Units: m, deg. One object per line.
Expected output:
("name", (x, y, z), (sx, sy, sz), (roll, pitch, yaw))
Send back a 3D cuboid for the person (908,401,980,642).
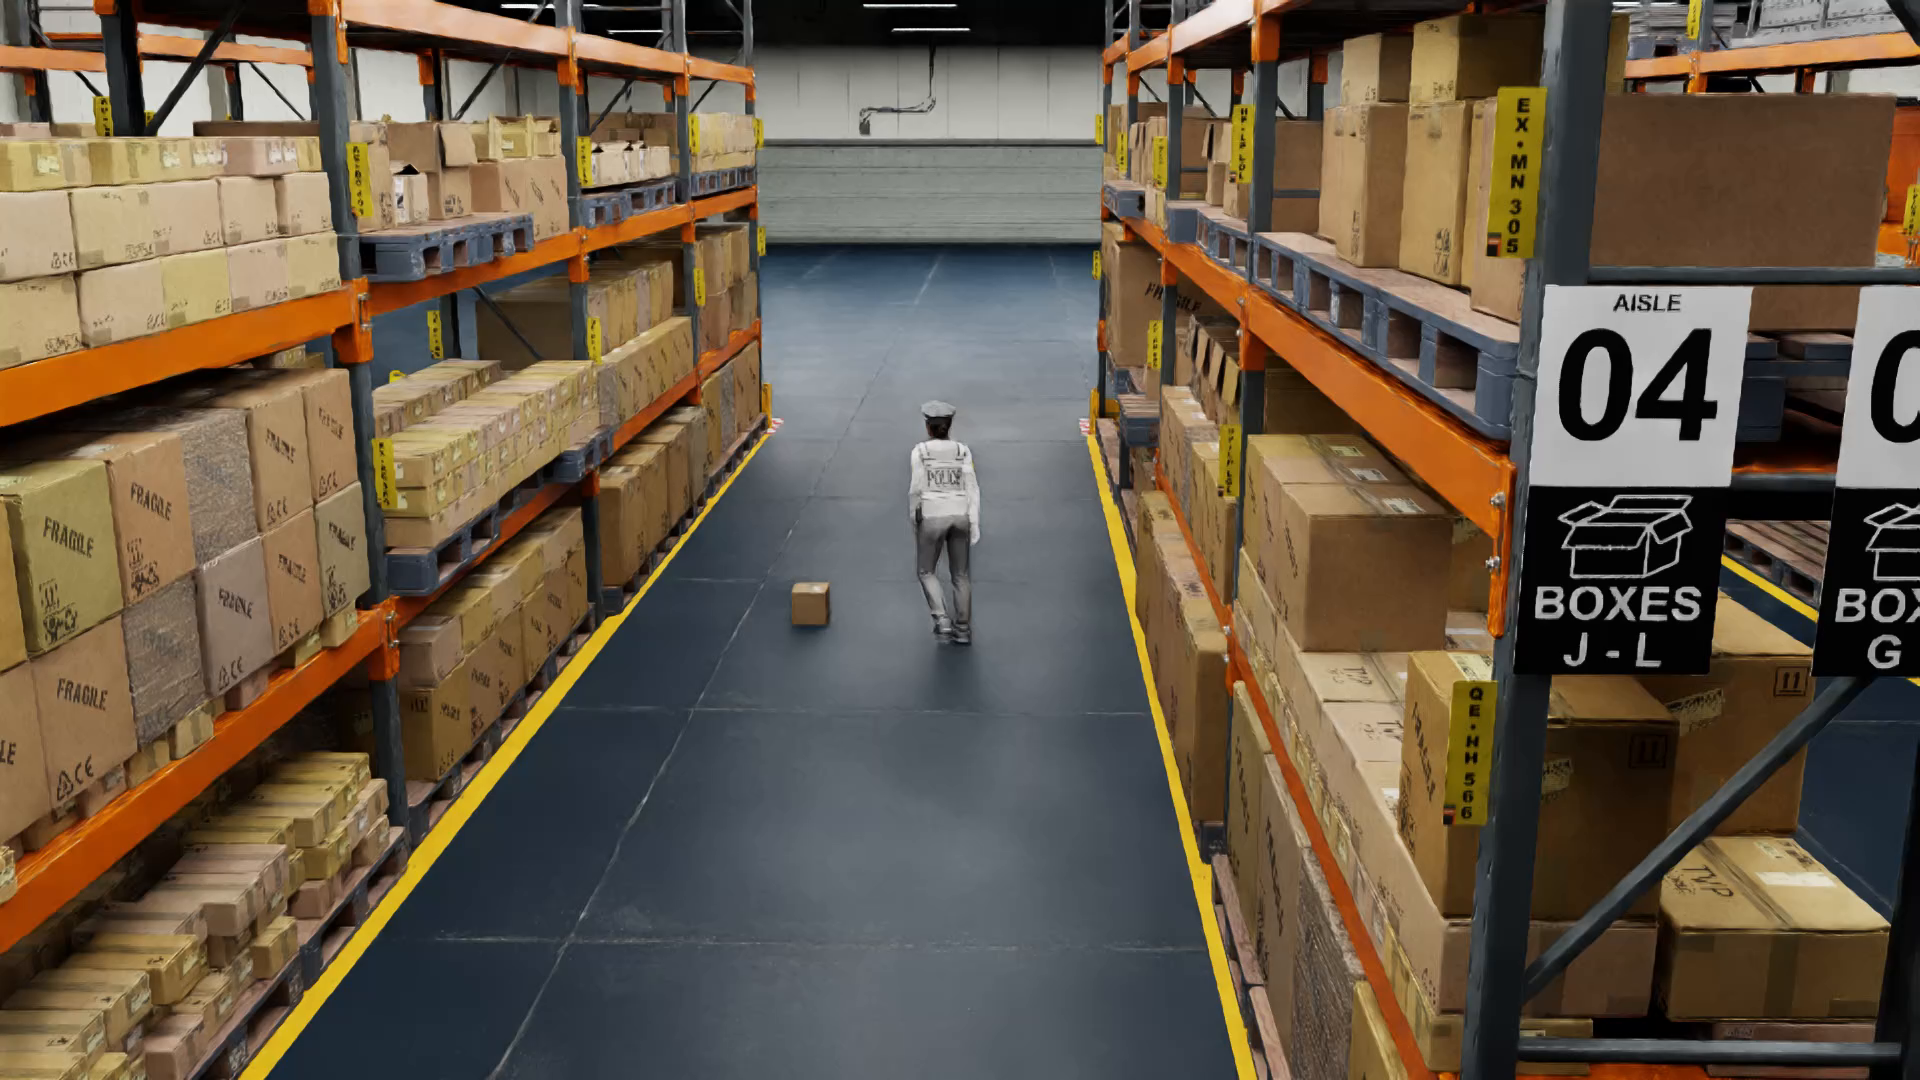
("person", (-0.103, -0.098, 11.420), (0.493, 1.652, 0.601), (-5, 15, -20))
